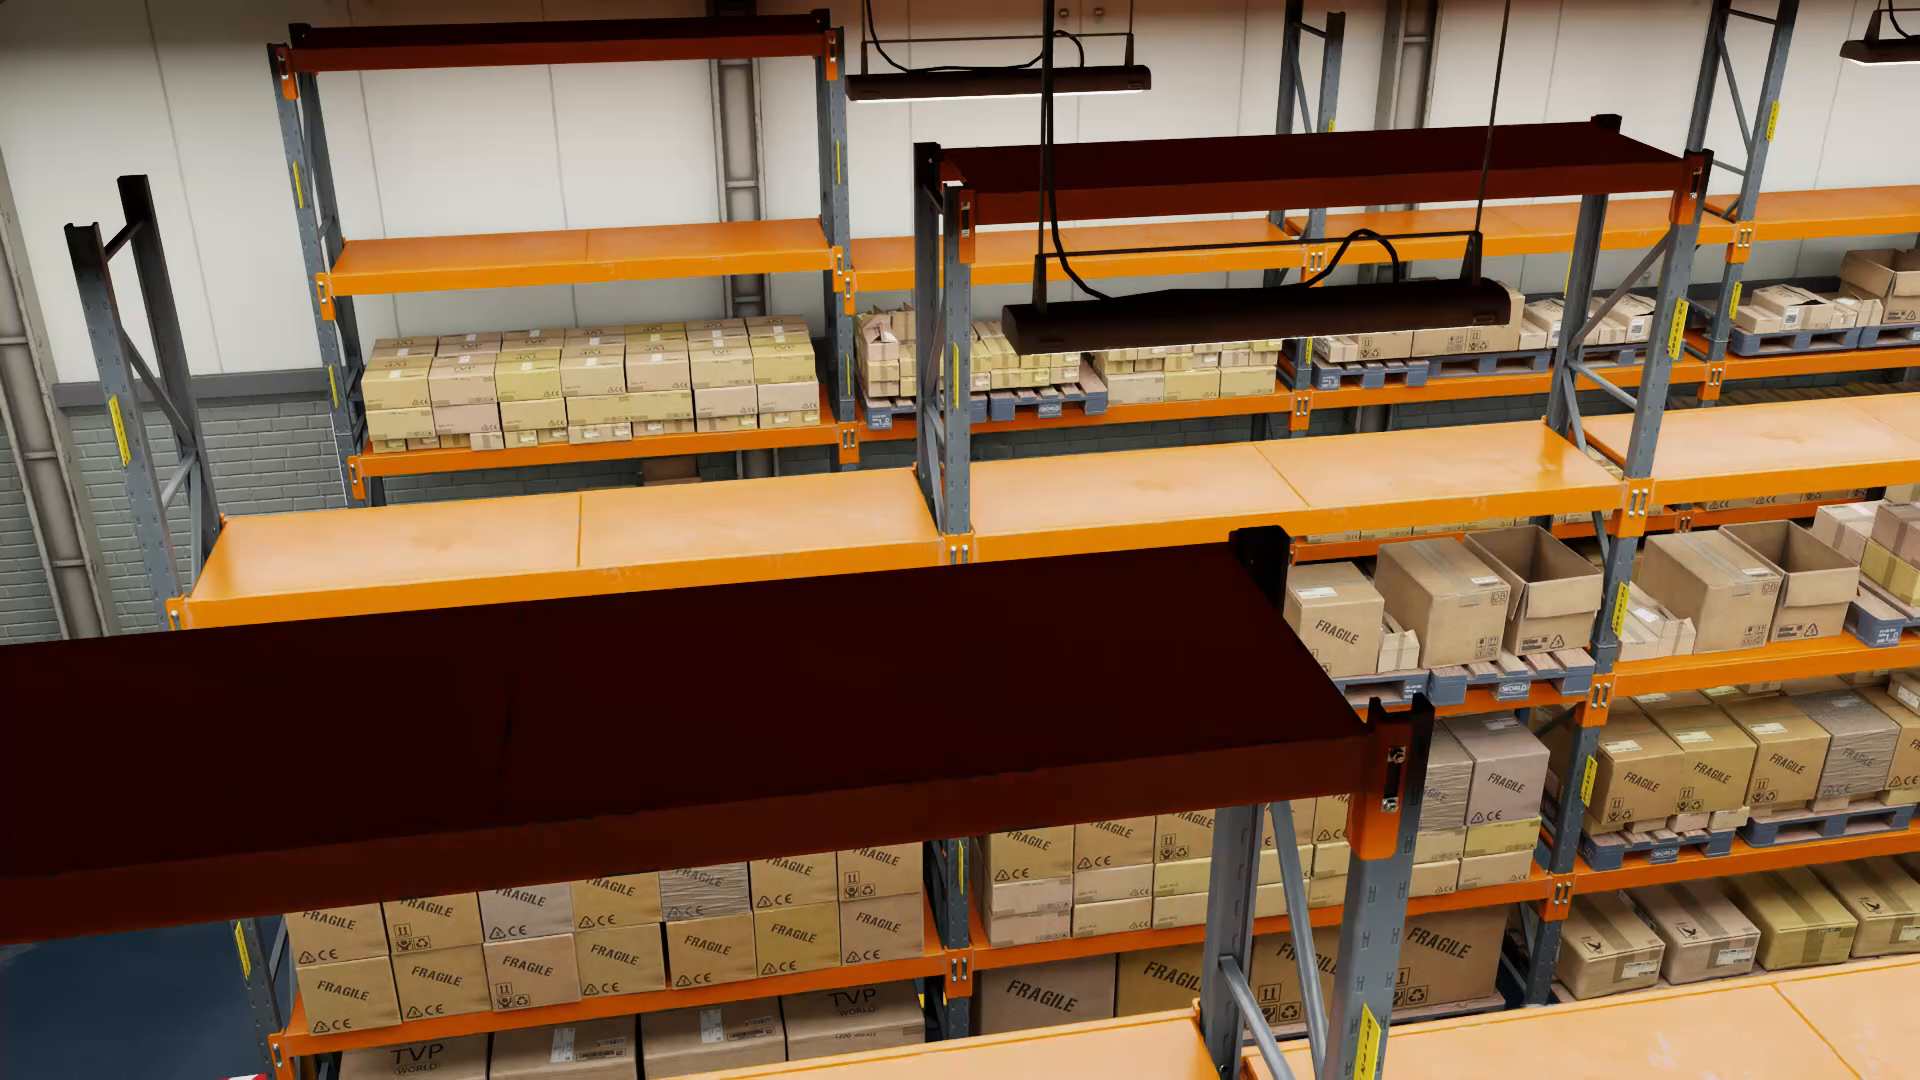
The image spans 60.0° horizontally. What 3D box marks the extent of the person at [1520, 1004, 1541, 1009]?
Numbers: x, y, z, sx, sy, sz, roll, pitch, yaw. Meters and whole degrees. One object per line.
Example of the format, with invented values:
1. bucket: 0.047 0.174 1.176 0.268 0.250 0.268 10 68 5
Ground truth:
1. person: 3.094 3.351 9.344 0.434 1.766 0.566 11 28 21
